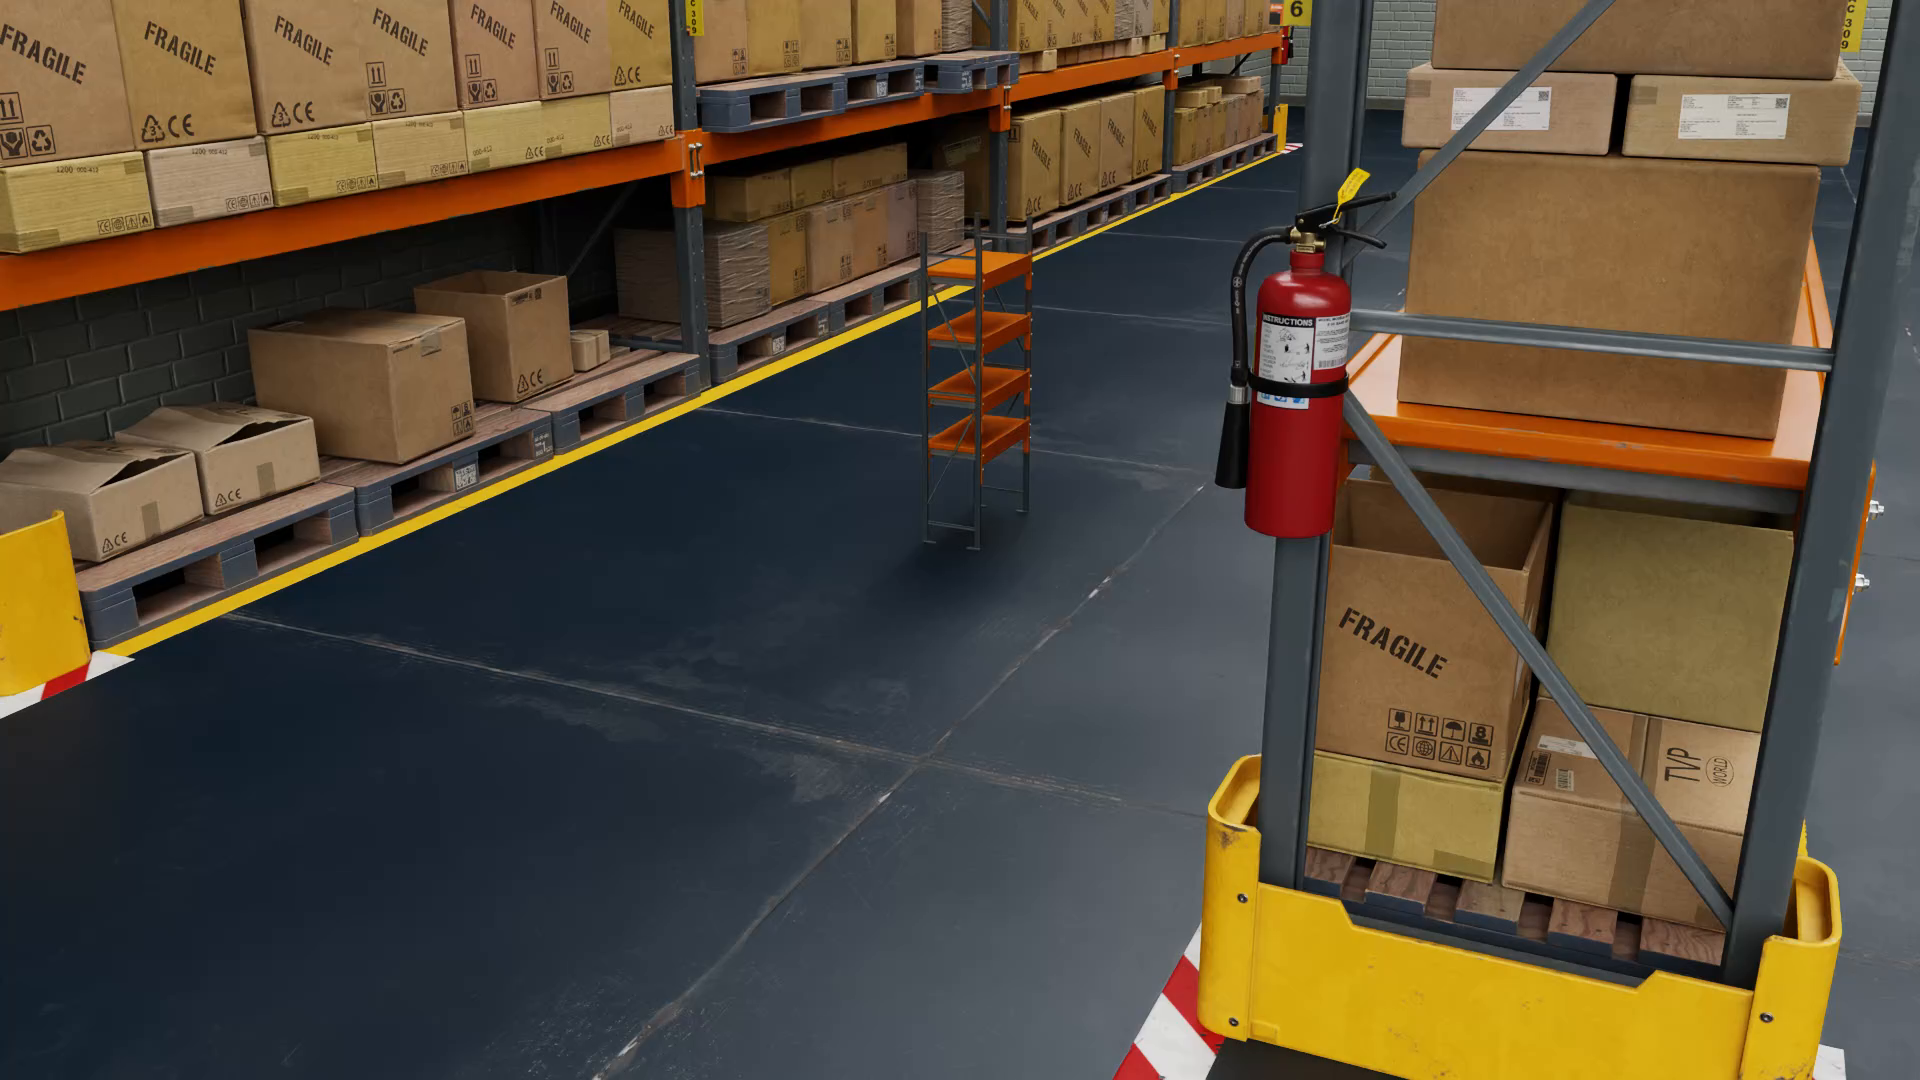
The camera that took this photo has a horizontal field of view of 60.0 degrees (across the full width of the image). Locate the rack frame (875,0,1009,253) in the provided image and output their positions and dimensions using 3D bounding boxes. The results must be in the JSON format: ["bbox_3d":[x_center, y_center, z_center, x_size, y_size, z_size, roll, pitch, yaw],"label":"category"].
[{"bbox_3d":[-0.143,-3.479,11.774,1.000,3.000,0.127,9,21,23],"label":"rack frame"}]

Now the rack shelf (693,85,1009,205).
[{"bbox_3d":[-0.962,-2.528,10.175,1.077,0.370,4.000,9,21,23],"label":"rack shelf"}]

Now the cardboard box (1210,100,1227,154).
[{"bbox_3d":[2.316,-4.246,17.035,0.700,0.500,0.500,9,22,24],"label":"cardboard box"}]

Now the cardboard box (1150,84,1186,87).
[{"bbox_3d":[2.080,-4.544,16.905,0.380,0.149,0.250,9,21,23],"label":"cardboard box"}]

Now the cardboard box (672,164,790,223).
[{"bbox_3d":[-1.317,-2.001,9.574,0.500,0.250,0.500,8,21,22],"label":"cardboard box"}]

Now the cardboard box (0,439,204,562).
[{"bbox_3d":[-3.053,-0.173,5.834,0.500,0.311,0.500,6,20,17],"label":"cardboard box"}]

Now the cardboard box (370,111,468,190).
[{"bbox_3d":[-2.306,-1.547,6.537,0.500,0.250,0.500,9,21,23],"label":"cardboard box"}]

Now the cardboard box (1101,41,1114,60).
[{"bbox_3d":[1.055,-4.068,13.776,0.380,0.149,0.250,8,21,21],"label":"cardboard box"}]

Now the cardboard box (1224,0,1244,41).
[{"bbox_3d":[2.325,-5.453,16.877,0.980,0.700,0.700,7,21,20],"label":"cardboard box"}]

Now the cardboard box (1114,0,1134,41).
[{"bbox_3d":[1.123,-4.413,13.777,0.500,0.500,0.500,9,21,23],"label":"cardboard box"}]

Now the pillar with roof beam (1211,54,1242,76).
[{"bbox_3d":[7.377,-9.104,18.639,9.100,9.000,0.400,9,21,23],"label":"pillar with roof beam"}]

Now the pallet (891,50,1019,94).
[{"bbox_3d":[-0.337,-3.156,11.153,1.213,0.211,1.003,9,21,23],"label":"pallet"}]

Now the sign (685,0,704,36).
[{"bbox_3d":[-1.282,-2.592,7.988,0.100,0.325,0.005,9,21,23],"label":"sign"}]

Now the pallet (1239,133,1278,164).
[{"bbox_3d":[2.877,-4.355,18.400,1.003,0.211,1.213,9,21,23],"label":"pallet"}]

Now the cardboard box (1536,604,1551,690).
[{"bbox_3d":[1.449,0.231,4.820,0.500,0.250,0.500,9,21,23],"label":"cardboard box"}]

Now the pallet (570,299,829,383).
[{"bbox_3d":[-1.463,-1.180,9.473,1.003,0.211,1.213,9,21,23],"label":"pallet"}]

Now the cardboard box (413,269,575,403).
[{"bbox_3d":[-2.169,-0.963,7.773,0.500,0.500,0.500,7,21,19],"label":"cardboard box"}]

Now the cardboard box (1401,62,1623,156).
[{"bbox_3d":[1.085,-0.850,3.266,0.380,0.149,0.250,8,21,22],"label":"cardboard box"}]

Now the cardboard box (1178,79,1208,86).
[{"bbox_3d":[2.394,-4.779,17.565,0.380,0.149,0.250,9,21,23],"label":"cardboard box"}]

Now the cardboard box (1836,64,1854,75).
[{"bbox_3d":[1.565,-0.879,3.346,0.380,0.149,0.250,8,21,21],"label":"cardboard box"}]

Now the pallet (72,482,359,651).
[{"bbox_3d":[-3.023,0.014,6.115,1.003,0.211,1.213,9,21,23],"label":"pallet"}]

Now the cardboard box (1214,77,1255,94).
[{"bbox_3d":[2.948,-4.880,17.849,0.380,0.149,0.250,9,22,24],"label":"cardboard box"}]

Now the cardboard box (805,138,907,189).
[{"bbox_3d":[-0.681,-2.469,10.889,0.500,0.250,0.500,9,21,24],"label":"cardboard box"}]

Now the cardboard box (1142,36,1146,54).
[{"bbox_3d":[1.386,-4.297,14.420,0.380,0.149,0.250,9,22,24],"label":"cardboard box"}]

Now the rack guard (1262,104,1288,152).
[{"bbox_3d":[3.143,-4.754,19.090,1.175,0.500,0.348,9,21,23],"label":"rack guard"}]

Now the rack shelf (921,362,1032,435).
[{"bbox_3d":[0.068,-0.553,6.433,0.258,0.148,0.480,9,21,23],"label":"rack shelf"}]

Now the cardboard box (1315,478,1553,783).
[{"bbox_3d":[1.050,0.185,3.830,0.500,0.500,0.500,9,21,23],"label":"cardboard box"}]

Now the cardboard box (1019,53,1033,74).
[{"bbox_3d":[0.315,-3.515,12.220,0.380,0.149,0.250,9,21,23],"label":"cardboard box"}]

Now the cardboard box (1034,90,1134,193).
[{"bbox_3d":[0.986,-3.398,14.128,0.750,0.750,0.750,9,22,24],"label":"cardboard box"}]

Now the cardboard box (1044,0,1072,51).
[{"bbox_3d":[0.513,-3.948,12.469,0.500,0.500,0.500,9,22,24],"label":"cardboard box"}]

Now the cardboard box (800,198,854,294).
[{"bbox_3d":[-1.083,-1.828,10.207,0.700,0.500,0.500,9,21,23],"label":"cardboard box"}]

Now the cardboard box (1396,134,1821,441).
[{"bbox_3d":[1.305,-0.543,3.369,0.700,0.500,0.500,9,21,23],"label":"cardboard box"}]

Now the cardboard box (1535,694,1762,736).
[{"bbox_3d":[1.726,0.456,4.186,0.500,0.250,0.500,9,21,23],"label":"cardboard box"}]

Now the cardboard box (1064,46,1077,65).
[{"bbox_3d":[0.705,-3.836,13.123,0.380,0.149,0.250,9,21,24],"label":"cardboard box"}]

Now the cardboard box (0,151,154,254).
[{"bbox_3d":[-2.929,-1.078,5.216,0.500,0.250,0.500,8,21,21],"label":"cardboard box"}]

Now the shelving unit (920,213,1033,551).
[{"bbox_3d":[0.068,-0.616,6.410,0.258,1.200,0.503,9,21,23],"label":"shelving unit"}]

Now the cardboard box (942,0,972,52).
[{"bbox_3d":[-0.326,-3.588,11.276,0.700,0.500,0.500,6,20,16],"label":"cardboard box"}]

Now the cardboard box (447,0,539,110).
[{"bbox_3d":[-2.107,-2.055,6.846,0.500,0.500,0.500,8,21,21],"label":"cardboard box"}]

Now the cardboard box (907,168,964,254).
[{"bbox_3d":[-0.390,-2.281,11.480,0.700,0.500,0.500,9,21,23],"label":"cardboard box"}]

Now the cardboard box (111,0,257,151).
[{"bbox_3d":[-2.737,-1.580,5.509,0.500,0.500,0.500,9,21,23],"label":"cardboard box"}]

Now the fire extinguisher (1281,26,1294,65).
[{"bbox_3d":[3.616,-5.695,18.678,0.296,0.674,0.183,9,21,23],"label":"fire extinguisher"}]

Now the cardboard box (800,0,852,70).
[{"bbox_3d":[-1.065,-3.037,9.725,0.700,0.500,0.500,12,23,30],"label":"cardboard box"}]

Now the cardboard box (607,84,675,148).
[{"bbox_3d":[-1.698,-2.008,7.833,0.500,0.250,0.500,9,21,23],"label":"cardboard box"}]

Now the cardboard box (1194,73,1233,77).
[{"bbox_3d":[2.807,-5.088,18.435,0.380,0.149,0.250,9,21,23],"label":"cardboard box"}]

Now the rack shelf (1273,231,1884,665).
[{"bbox_3d":[1.921,-0.627,4.829,1.077,0.370,4.000,9,21,23],"label":"rack shelf"}]

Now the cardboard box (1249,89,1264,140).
[{"bbox_3d":[2.938,-4.717,18.359,0.700,0.500,0.500,9,21,23],"label":"cardboard box"}]

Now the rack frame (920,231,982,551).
[{"bbox_3d":[-0.032,-0.541,6.200,0.240,1.200,0.015,9,21,23],"label":"rack frame"}]

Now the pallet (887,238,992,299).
[{"bbox_3d":[-0.464,-1.926,11.570,1.003,0.211,1.213,9,21,23],"label":"pallet"}]
